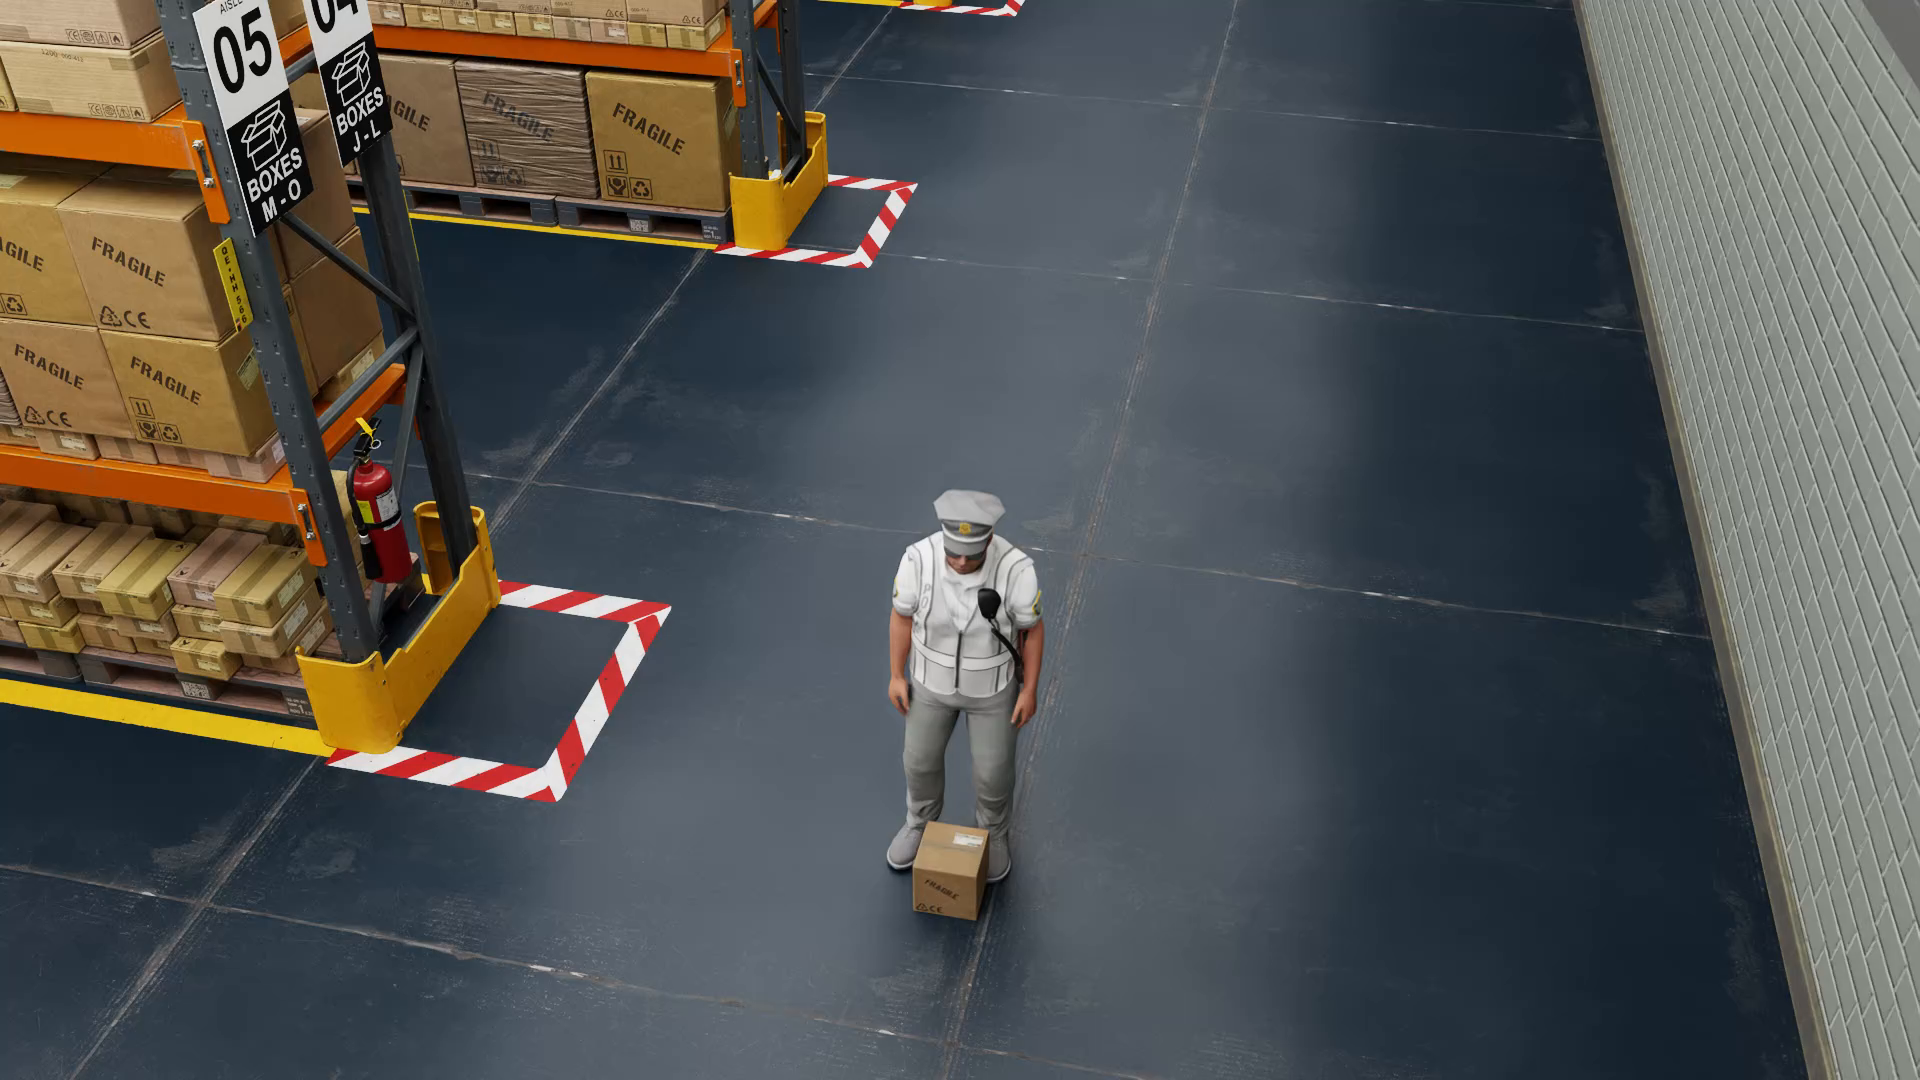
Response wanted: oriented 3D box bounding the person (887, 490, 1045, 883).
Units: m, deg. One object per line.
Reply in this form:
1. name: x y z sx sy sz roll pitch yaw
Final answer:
1. person: 0.019 0.521 6.251 0.582 1.747 0.439 6 37 8
